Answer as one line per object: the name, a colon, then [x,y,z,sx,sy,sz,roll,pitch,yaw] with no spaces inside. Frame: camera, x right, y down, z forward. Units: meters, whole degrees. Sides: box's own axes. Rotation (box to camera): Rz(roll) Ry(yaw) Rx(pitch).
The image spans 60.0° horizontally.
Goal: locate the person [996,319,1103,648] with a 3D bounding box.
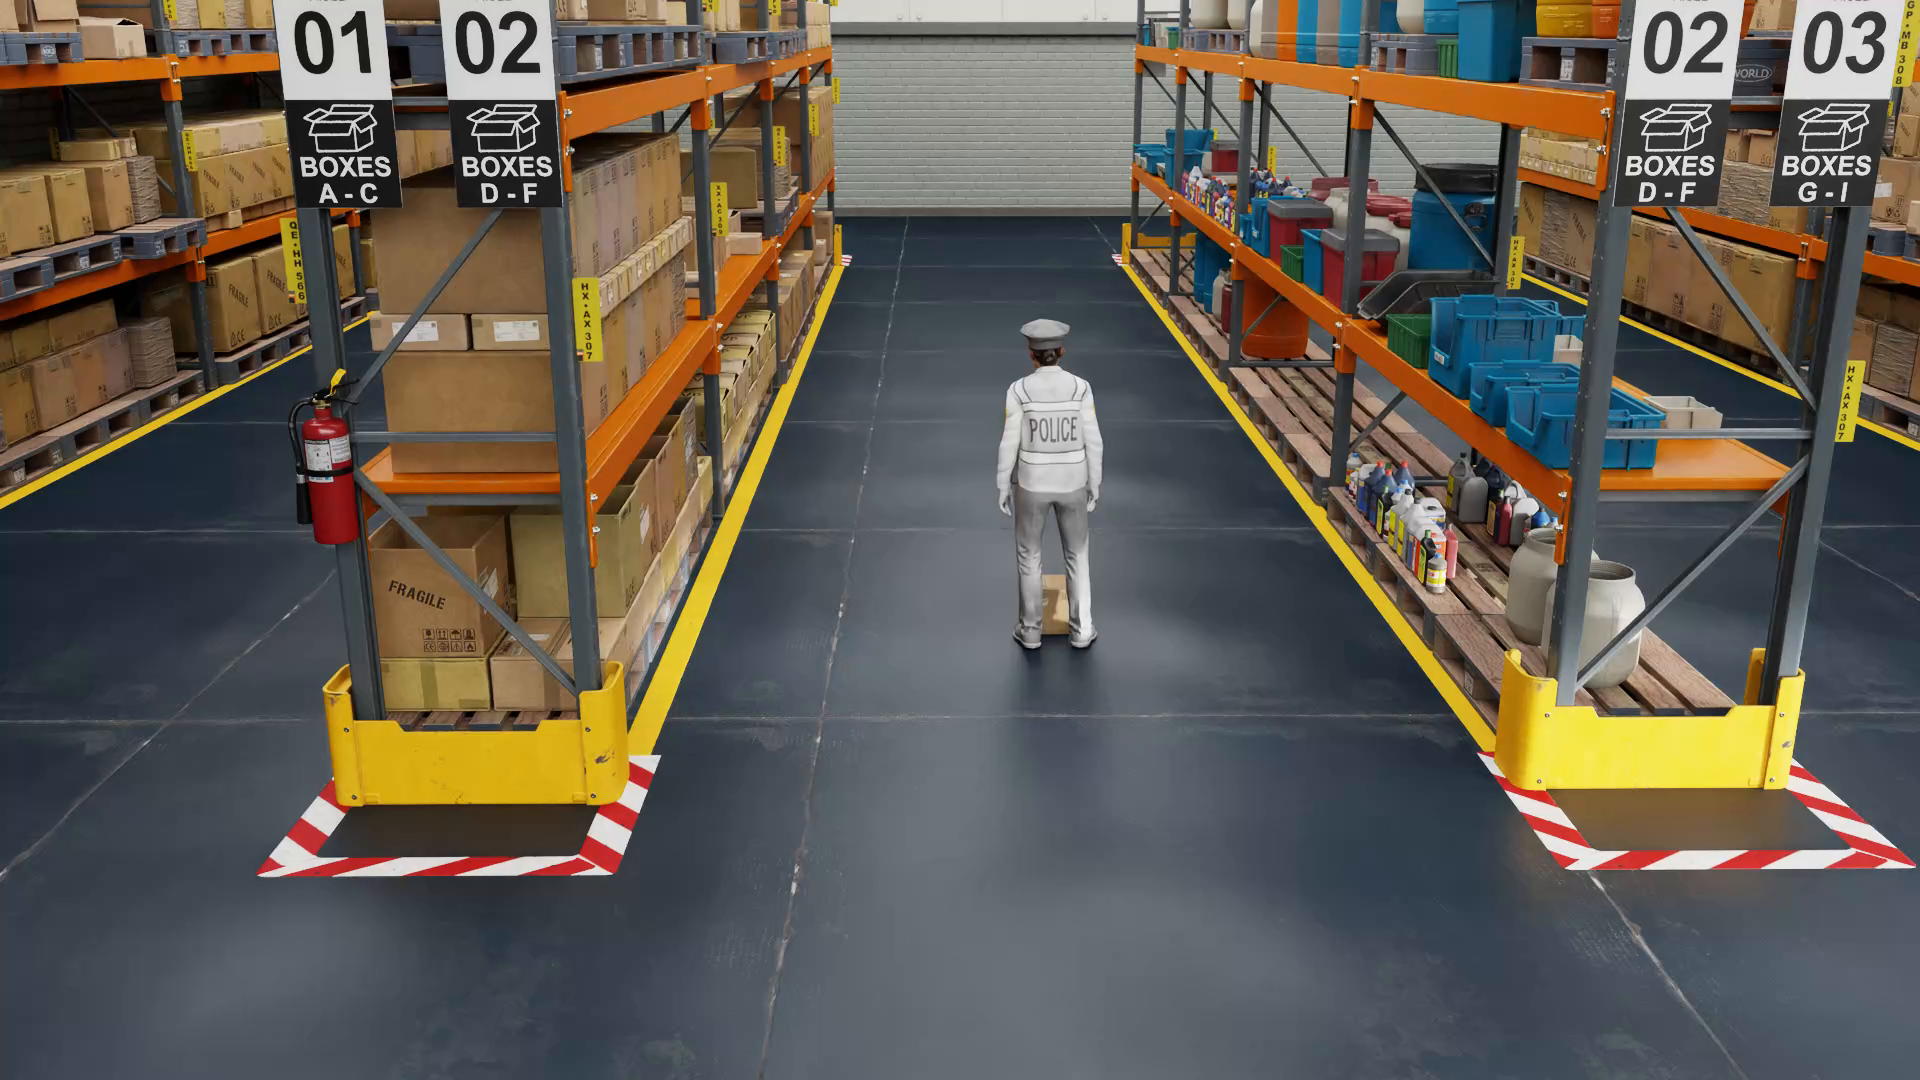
person: [0.452,-0.261,8.380,0.544,1.663,0.376,-1,17,-4]
